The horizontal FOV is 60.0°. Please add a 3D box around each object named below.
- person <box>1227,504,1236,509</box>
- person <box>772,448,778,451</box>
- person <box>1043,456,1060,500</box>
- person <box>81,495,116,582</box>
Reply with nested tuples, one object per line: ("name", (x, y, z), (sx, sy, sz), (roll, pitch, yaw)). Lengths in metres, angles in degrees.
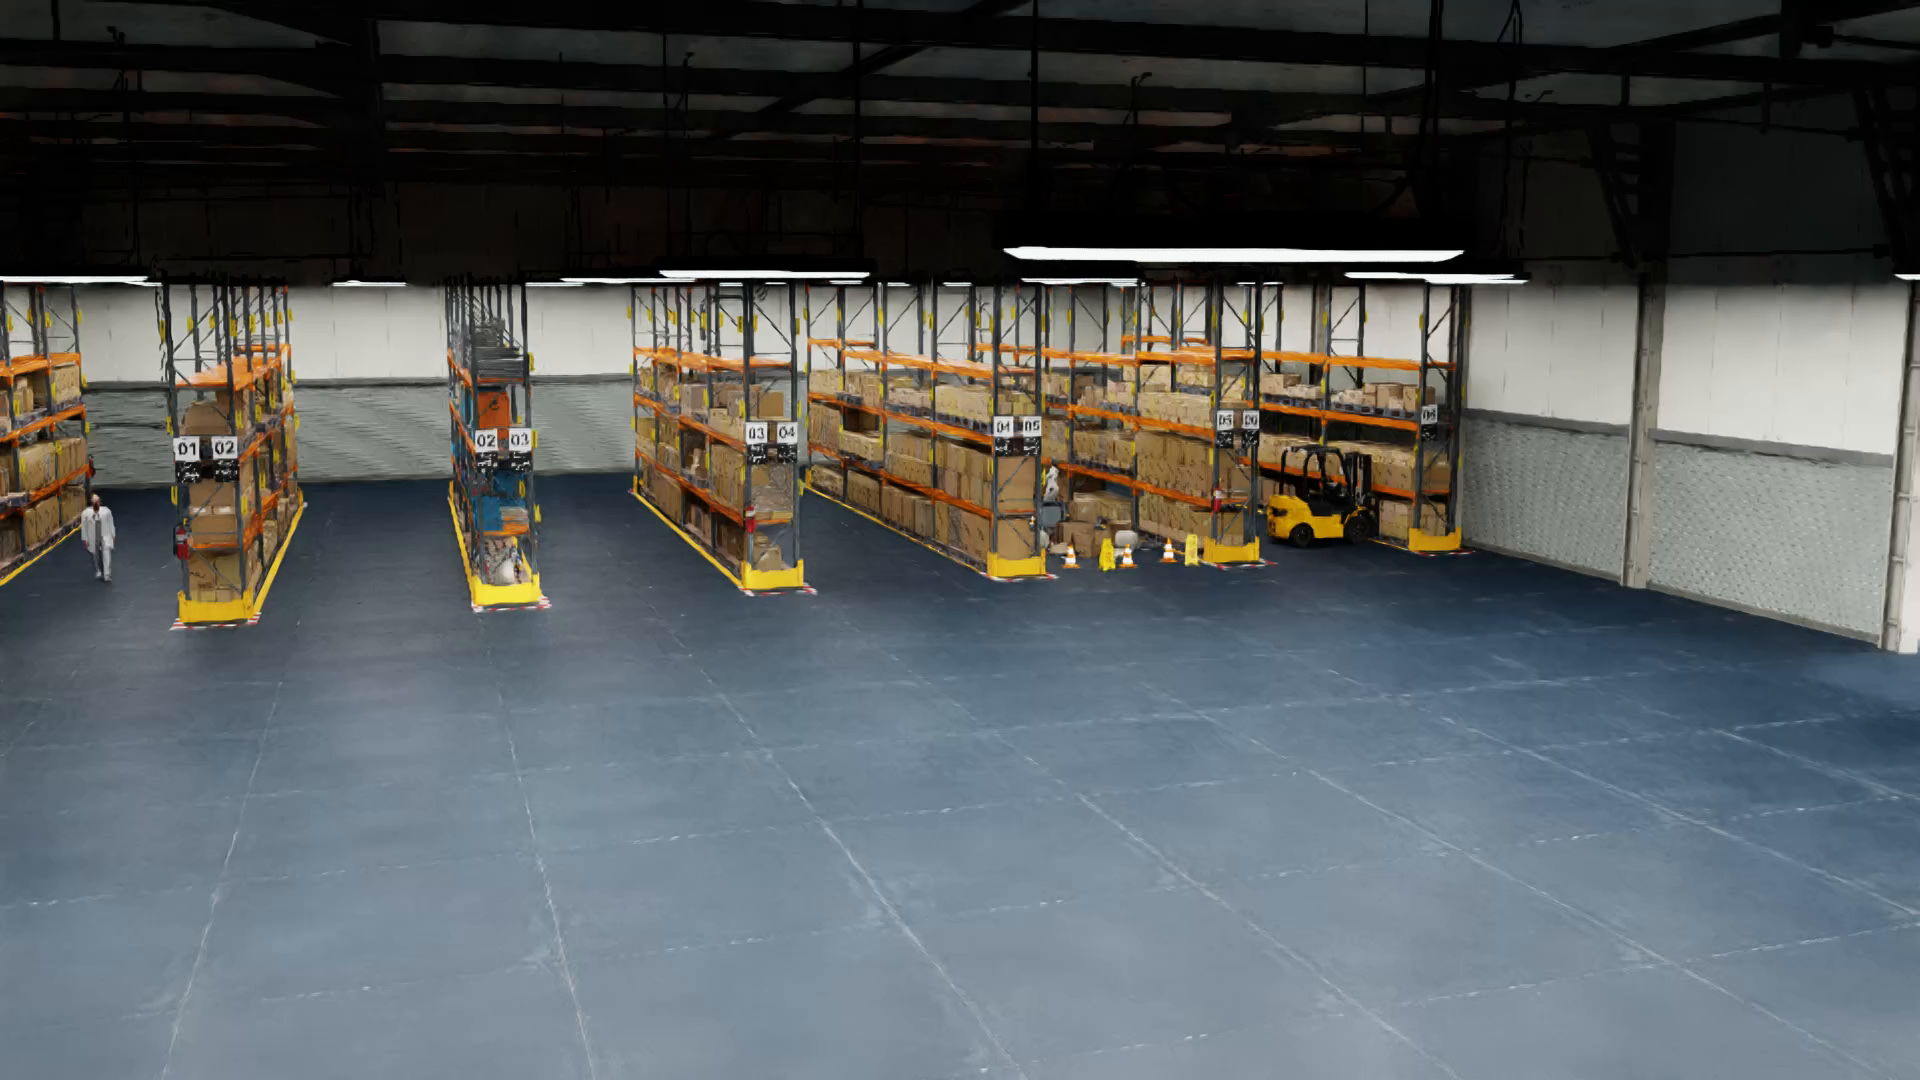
("person", (6.295, -0.919, 38.796), (0.449, 1.599, 0.467), (2, 9, 12))
("person", (-5.128, -2.116, 46.689), (0.446, 1.590, 1.110), (-2, 9, -16))
("person", (2.194, -1.196, 40.317), (0.554, 1.661, 0.586), (1, 9, 8))
("person", (-16.919, -0.049, 32.655), (0.598, 1.699, 1.198), (-3, 9, -21))
